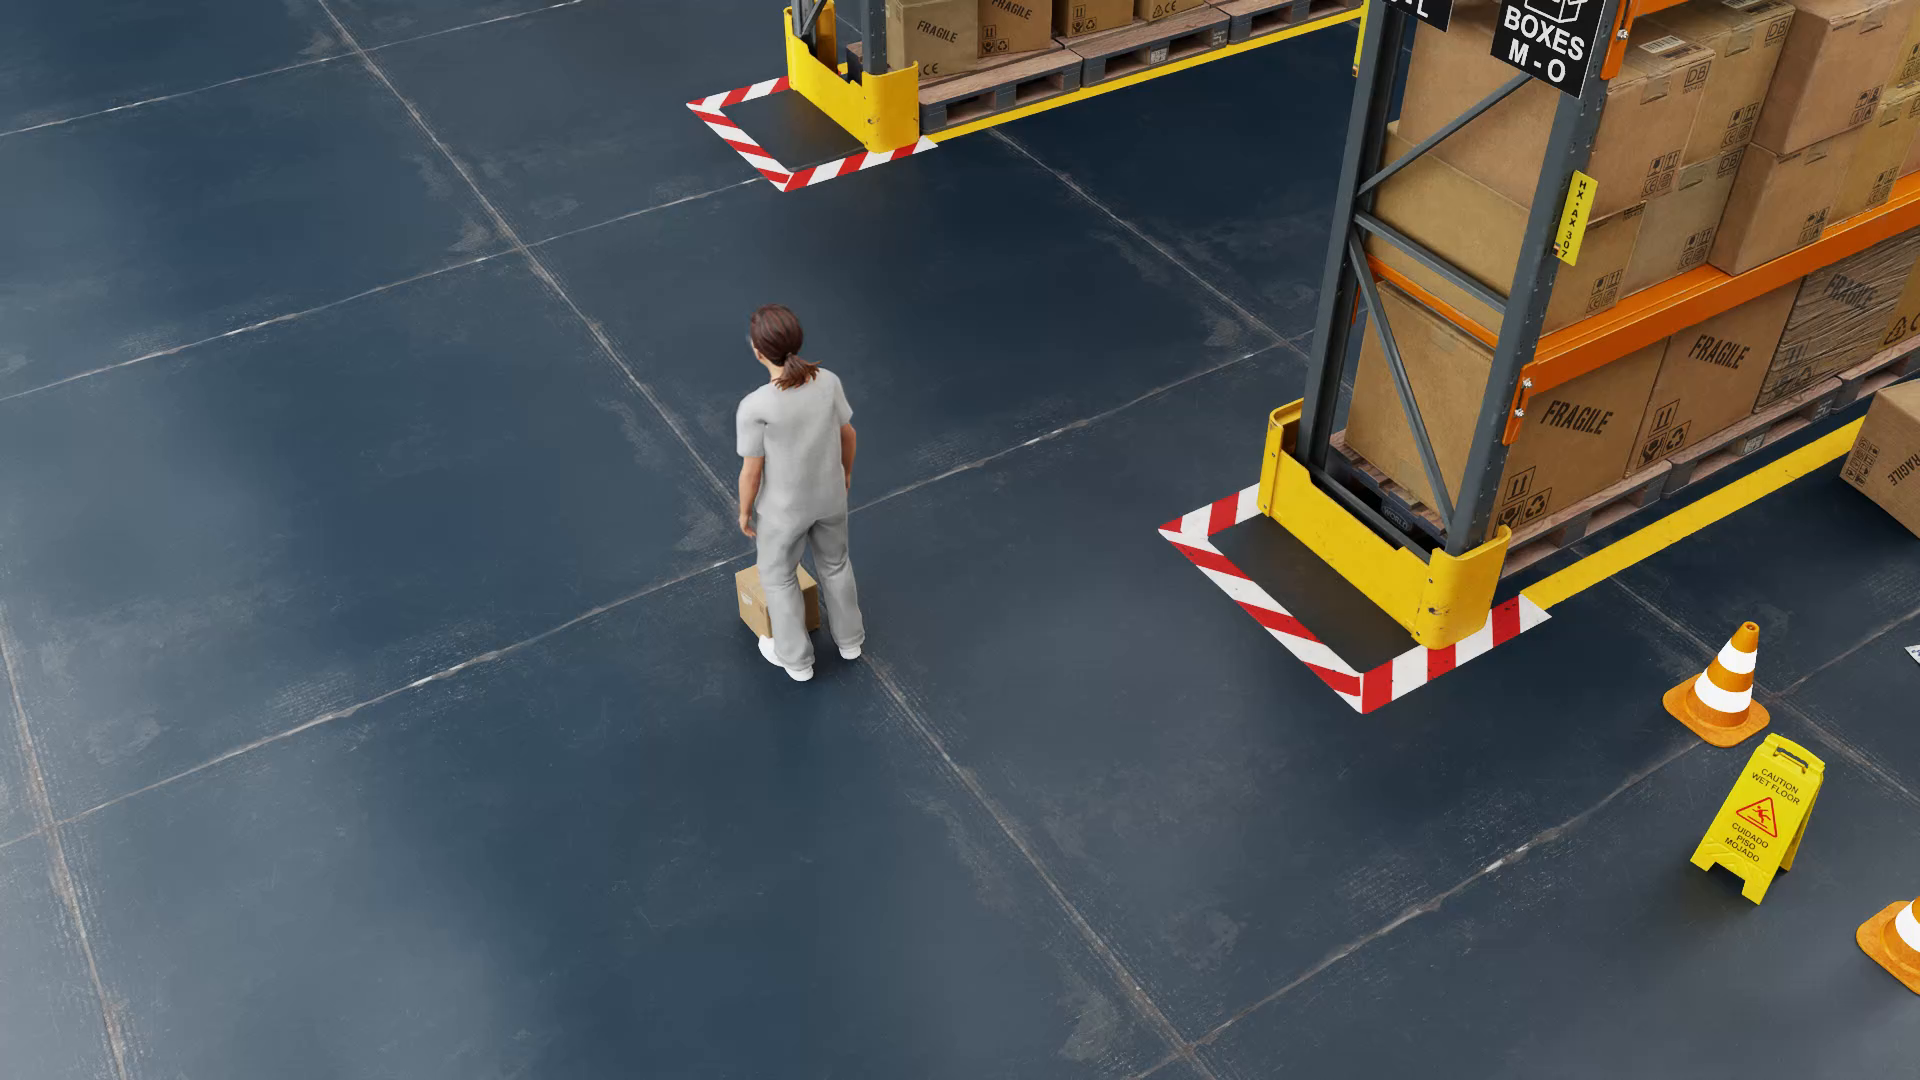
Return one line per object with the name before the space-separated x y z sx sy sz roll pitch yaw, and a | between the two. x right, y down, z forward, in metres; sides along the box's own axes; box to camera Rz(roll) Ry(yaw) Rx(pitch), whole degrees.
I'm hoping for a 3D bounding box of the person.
person | -0.615 -0.155 6.337 0.486 1.673 0.357 -22 46 -24
